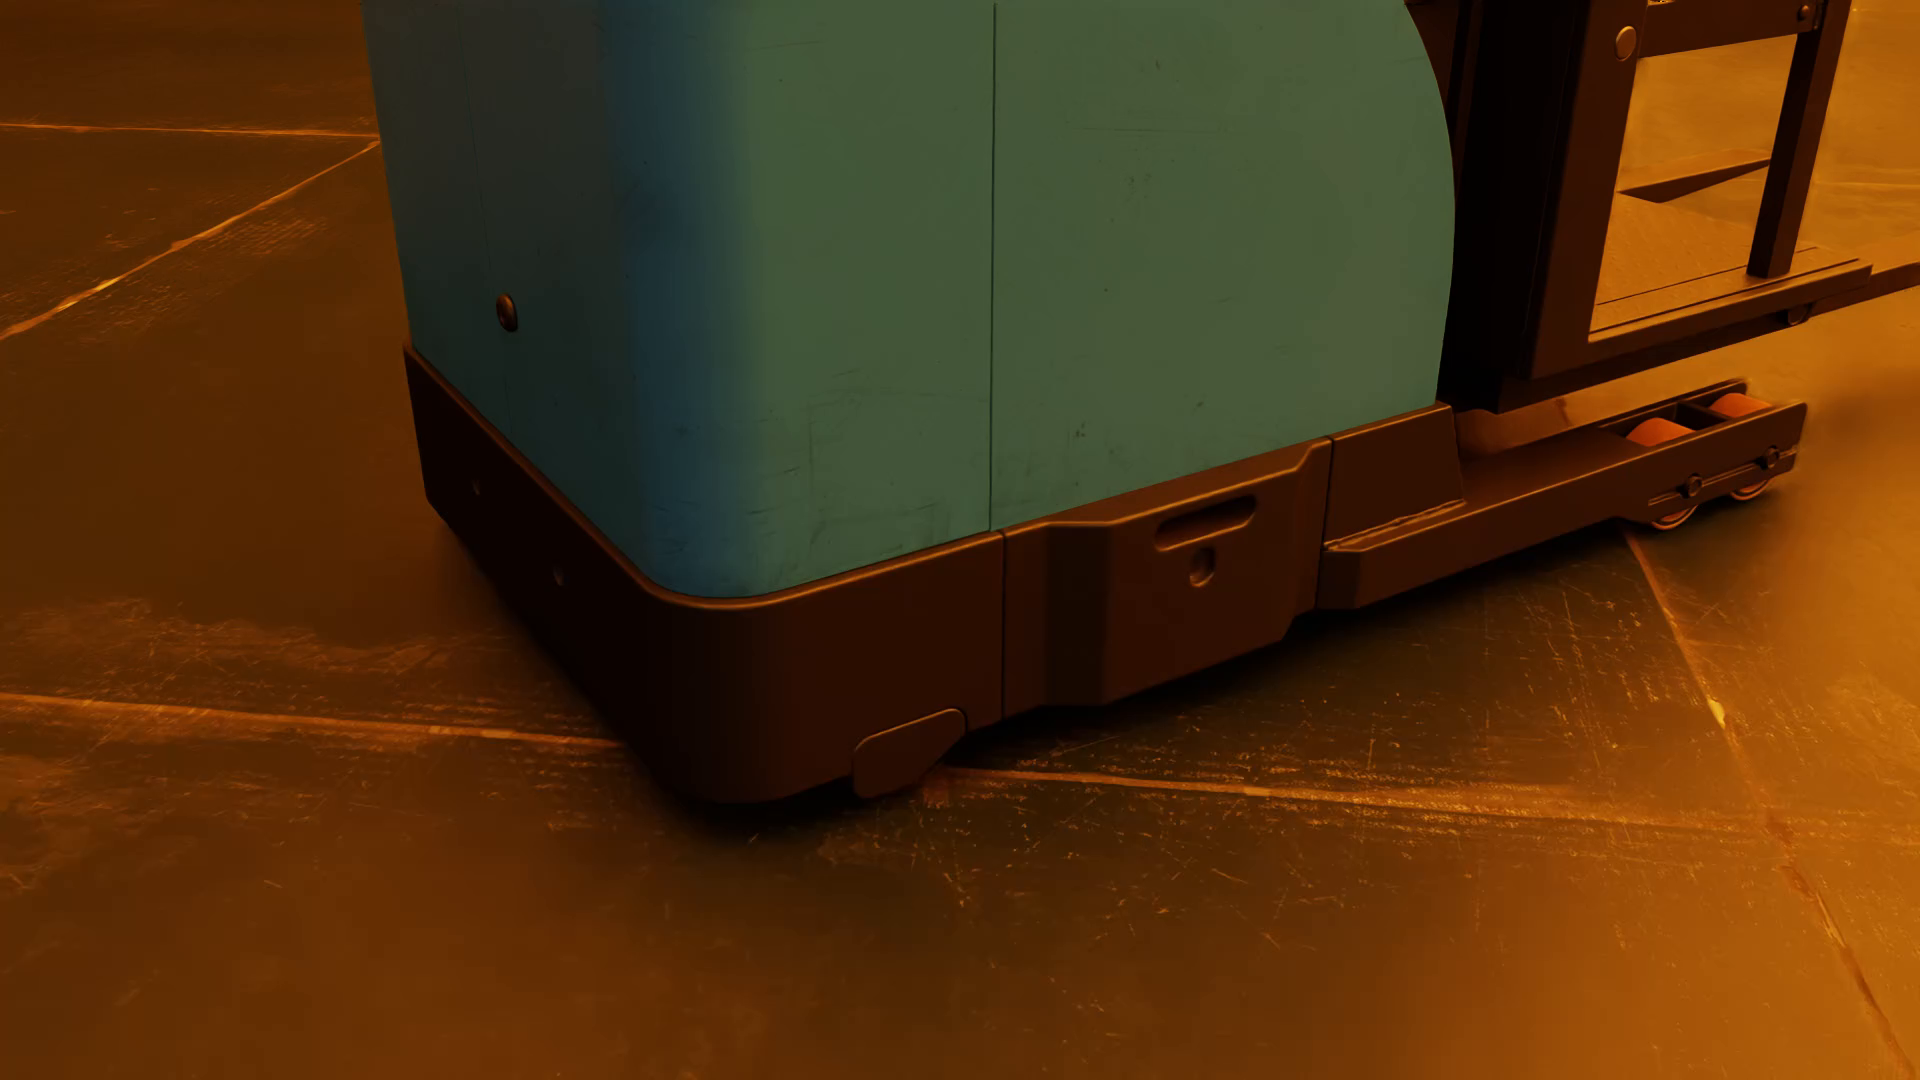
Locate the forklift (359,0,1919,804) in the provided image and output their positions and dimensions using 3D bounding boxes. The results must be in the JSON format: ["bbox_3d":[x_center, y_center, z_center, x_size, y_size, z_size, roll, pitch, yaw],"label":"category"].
[{"bbox_3d":[0.720,-1.509,2.241,3.031,2.935,1.130,-16,31,-29],"label":"forklift"}]
